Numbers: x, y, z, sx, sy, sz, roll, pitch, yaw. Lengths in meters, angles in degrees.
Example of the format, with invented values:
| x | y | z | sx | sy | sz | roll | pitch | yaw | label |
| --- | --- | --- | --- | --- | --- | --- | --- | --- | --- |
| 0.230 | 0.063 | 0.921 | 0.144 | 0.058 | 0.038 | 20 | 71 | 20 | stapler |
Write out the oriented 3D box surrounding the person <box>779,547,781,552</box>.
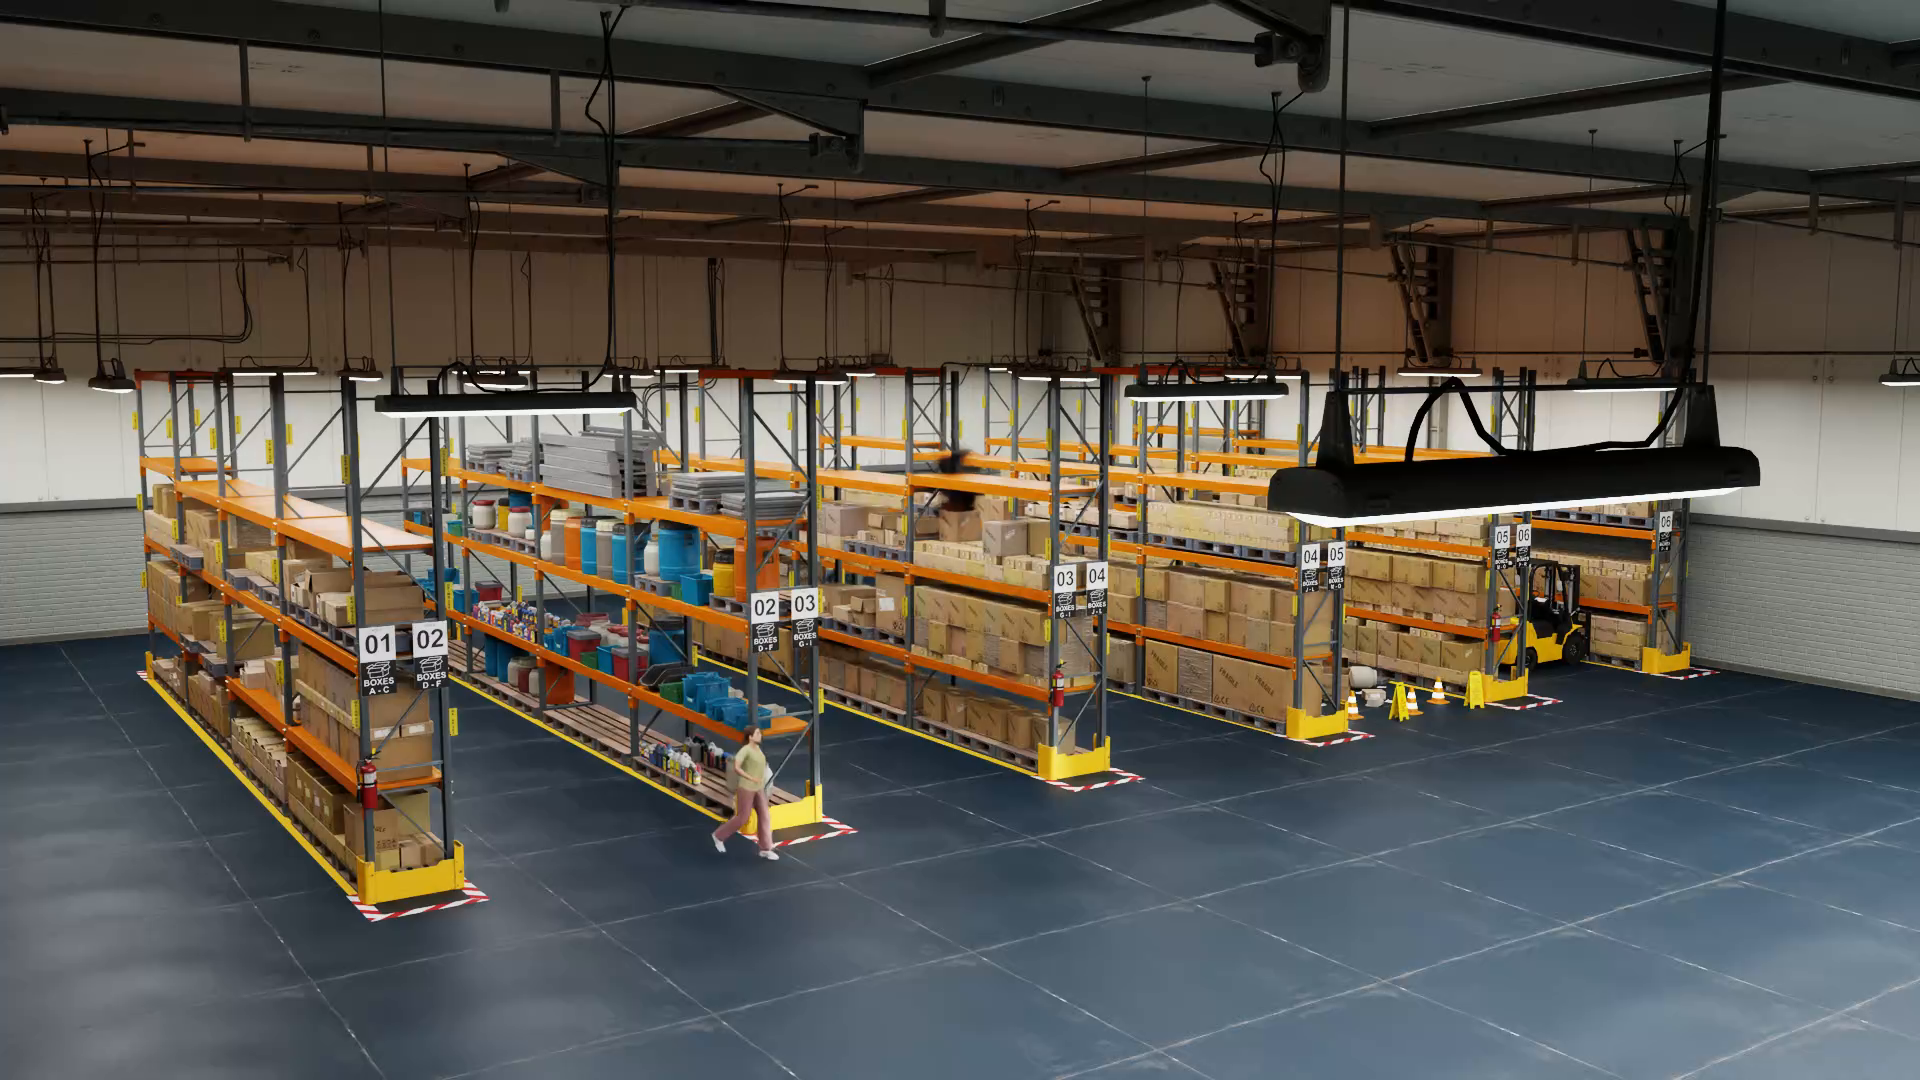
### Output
| x | y | z | sx | sy | sz | roll | pitch | yaw | label |
| --- | --- | --- | --- | --- | --- | --- | --- | --- | --- |
| -4.616 | 0.942 | 40.449 | 0.801 | 1.670 | 0.666 | 0 | 6 | -2 | person |

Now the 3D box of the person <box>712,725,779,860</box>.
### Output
| x | y | z | sx | sy | sz | roll | pitch | yaw | label |
| --- | --- | --- | --- | --- | --- | --- | --- | --- | --- |
| -2.609 | 3.141 | 20.947 | 0.954 | 1.634 | 0.637 | 3 | 7 | 26 | person |

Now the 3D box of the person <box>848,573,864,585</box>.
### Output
| x | y | z | sx | sy | sz | roll | pitch | yaw | label |
| --- | --- | --- | --- | --- | --- | --- | --- | --- | --- |
| -2.601 | 0.782 | 42.047 | 0.602 | 1.602 | 0.616 | 2 | 7 | 18 | person |

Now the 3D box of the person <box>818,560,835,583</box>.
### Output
| x | y | z | sx | sy | sz | roll | pitch | yaw | label |
| --- | --- | --- | --- | --- | --- | --- | --- | --- | --- |
| -3.338 | 0.734 | 42.038 | 0.660 | 1.713 | 0.707 | -3 | 7 | -28 | person |
